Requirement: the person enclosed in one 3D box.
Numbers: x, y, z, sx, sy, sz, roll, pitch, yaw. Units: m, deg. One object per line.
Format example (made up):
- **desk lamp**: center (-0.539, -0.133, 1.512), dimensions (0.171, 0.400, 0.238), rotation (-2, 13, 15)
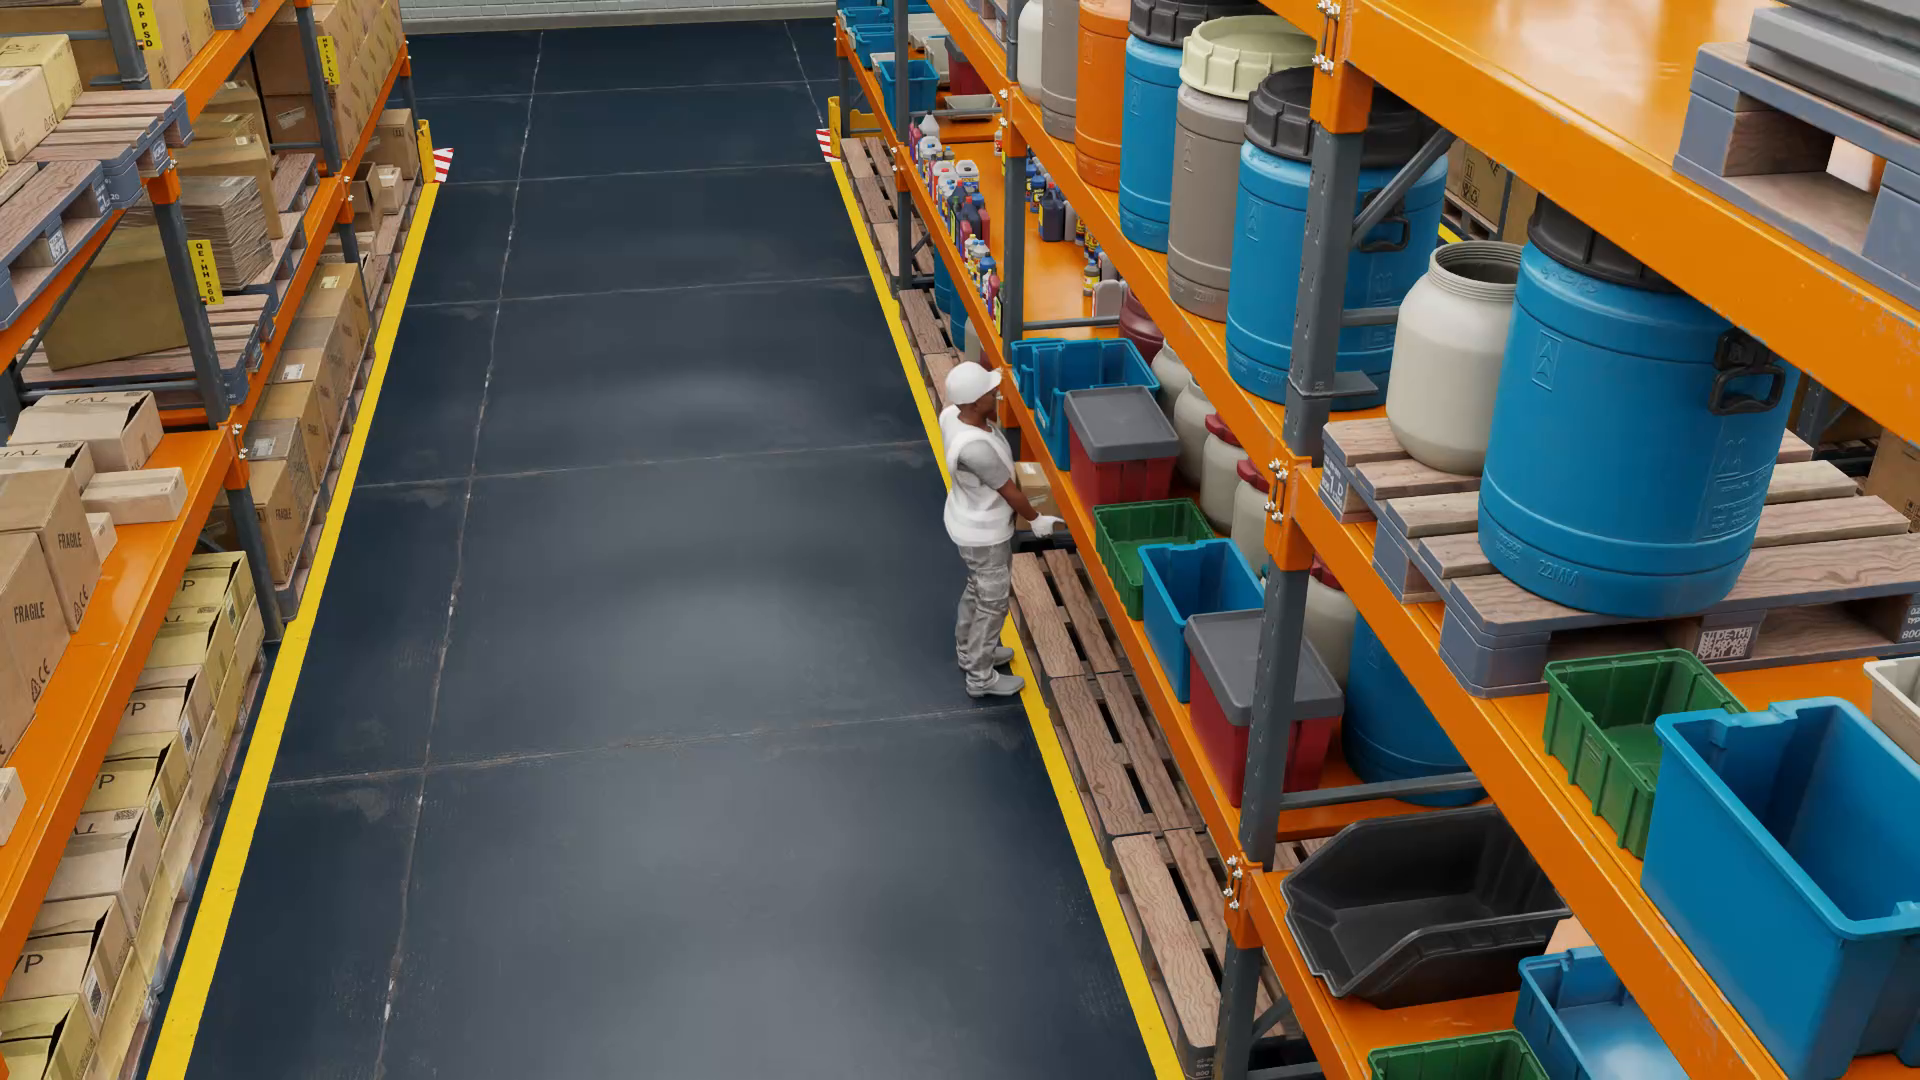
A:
- **person**: center (0.204, -0.069, 8.242), dimensions (0.584, 1.778, 0.487), rotation (-5, 31, -9)
